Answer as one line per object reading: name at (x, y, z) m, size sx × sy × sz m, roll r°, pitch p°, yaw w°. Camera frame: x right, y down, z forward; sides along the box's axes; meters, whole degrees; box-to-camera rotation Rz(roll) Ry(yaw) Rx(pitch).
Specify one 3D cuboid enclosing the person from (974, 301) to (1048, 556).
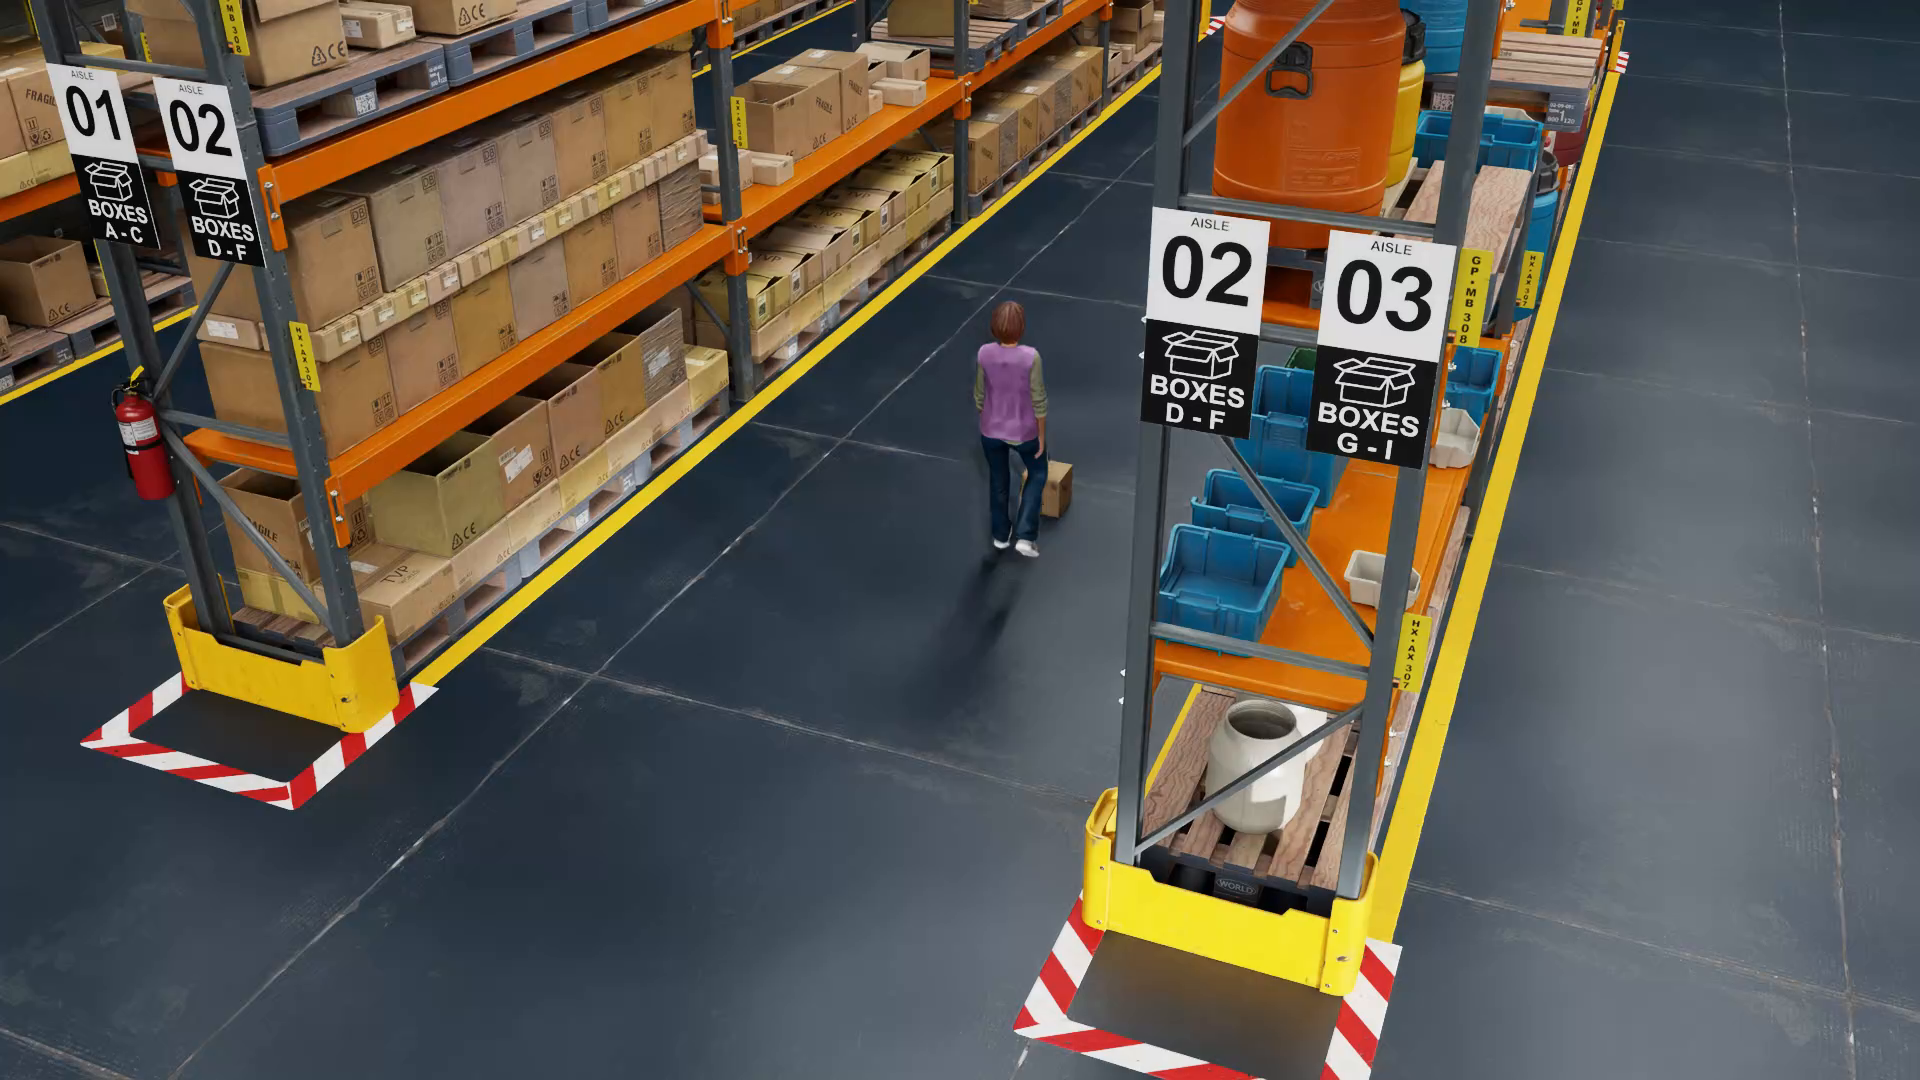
person at (0.295, -0.627, 9.454) m, size 0.437 × 1.579 × 0.486 m, roll 7°, pitch 31°, yaw 12°
